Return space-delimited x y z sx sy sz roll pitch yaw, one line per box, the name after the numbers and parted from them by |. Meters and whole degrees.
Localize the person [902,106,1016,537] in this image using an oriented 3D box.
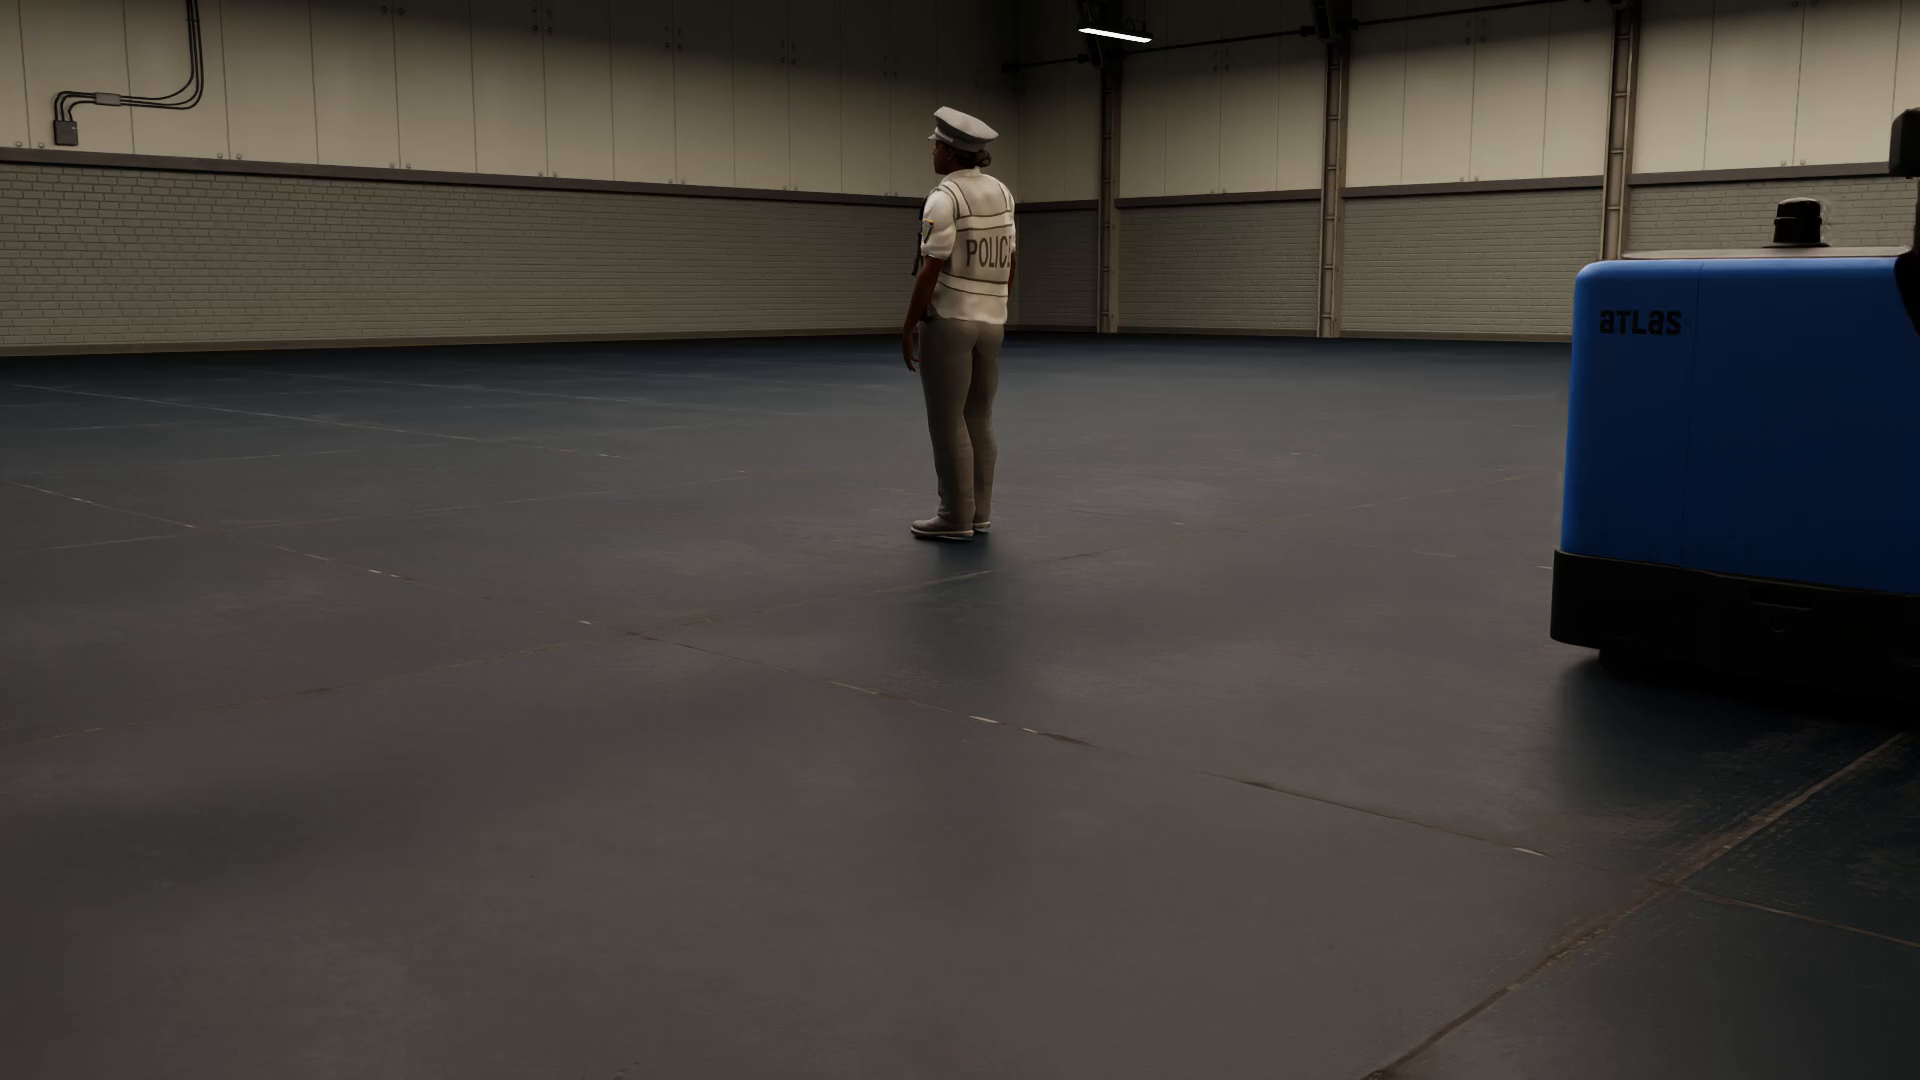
-0.040 -0.855 6.656 0.530 1.694 0.569 8 12 43 | person

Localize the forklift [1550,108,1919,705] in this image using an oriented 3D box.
2.960 -1.000 3.515 1.130 2.935 3.031 -8 12 -42 | forklift
